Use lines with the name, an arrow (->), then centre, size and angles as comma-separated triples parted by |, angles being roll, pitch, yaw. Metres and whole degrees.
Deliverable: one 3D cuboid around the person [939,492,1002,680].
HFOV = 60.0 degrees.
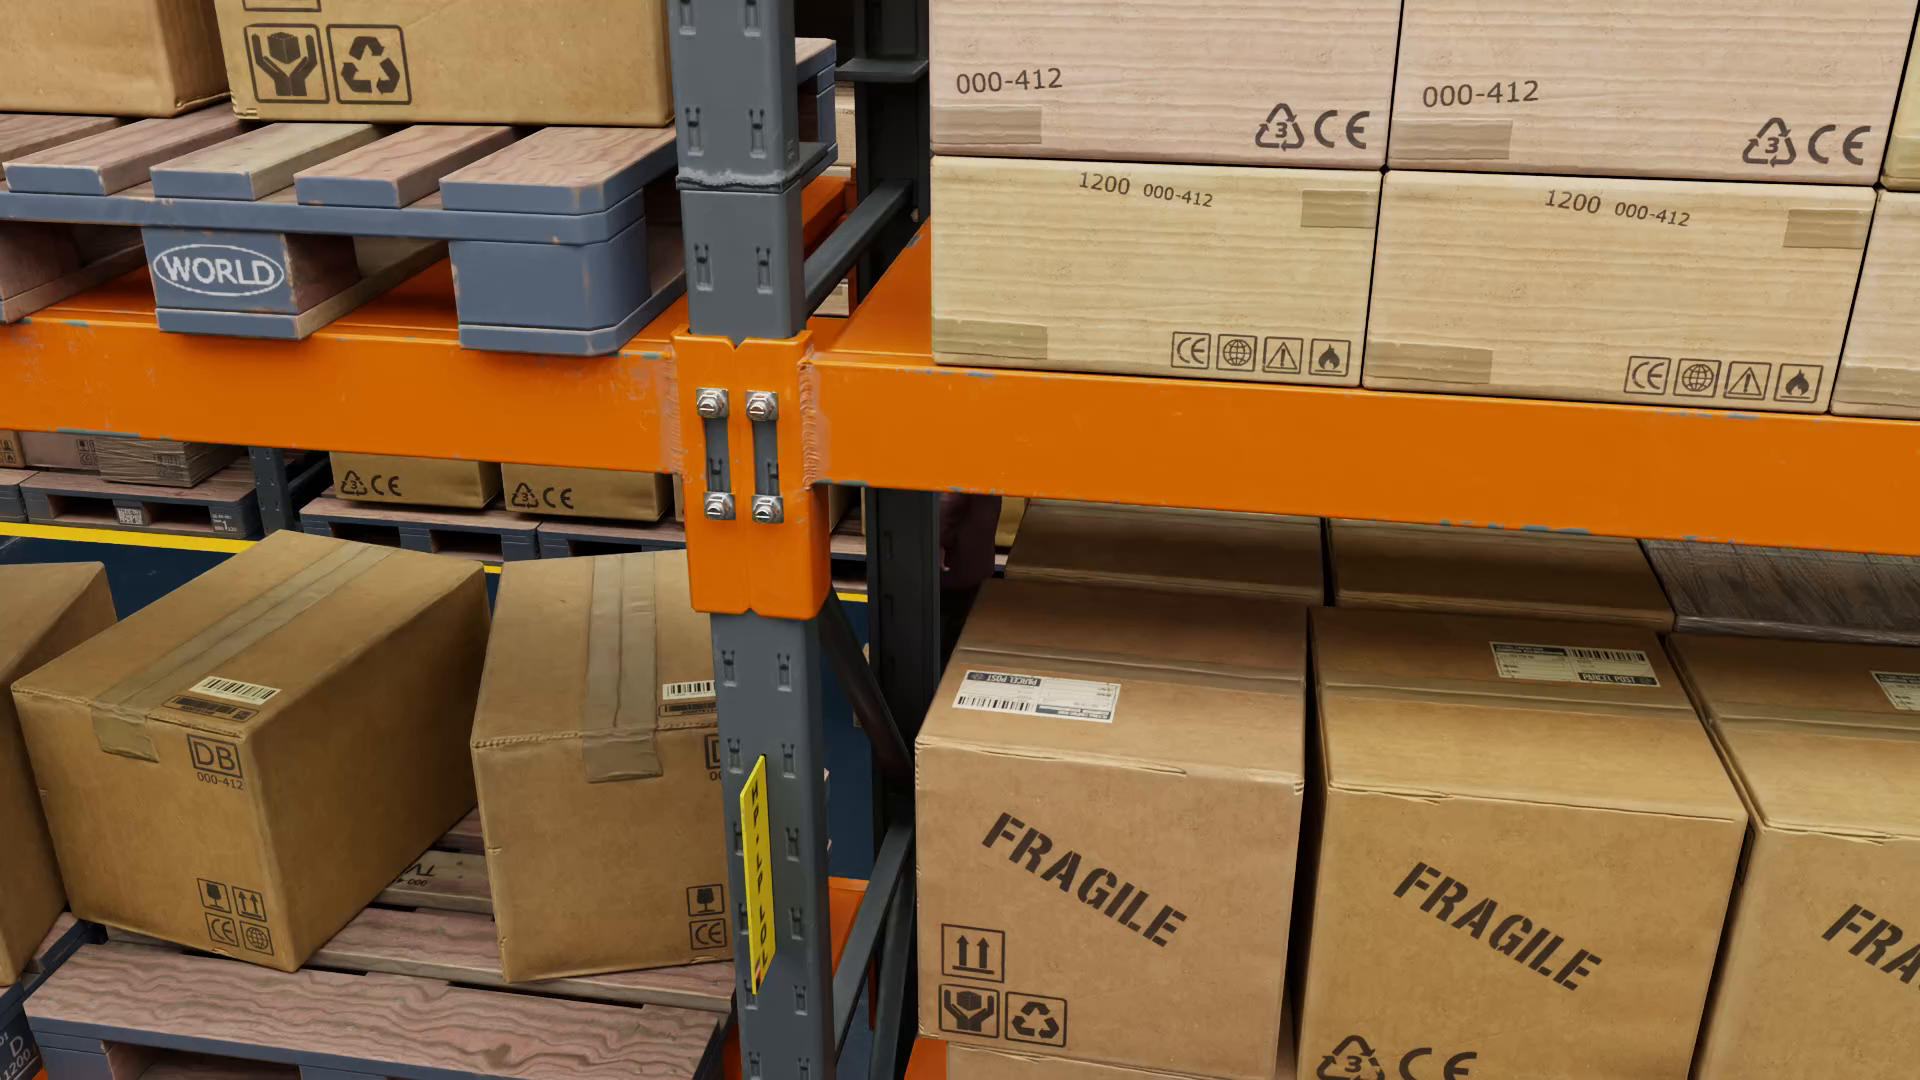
person -> -0.093, -0.111, 6.345 | 0.582, 1.775, 0.693 | 4, 25, 9
